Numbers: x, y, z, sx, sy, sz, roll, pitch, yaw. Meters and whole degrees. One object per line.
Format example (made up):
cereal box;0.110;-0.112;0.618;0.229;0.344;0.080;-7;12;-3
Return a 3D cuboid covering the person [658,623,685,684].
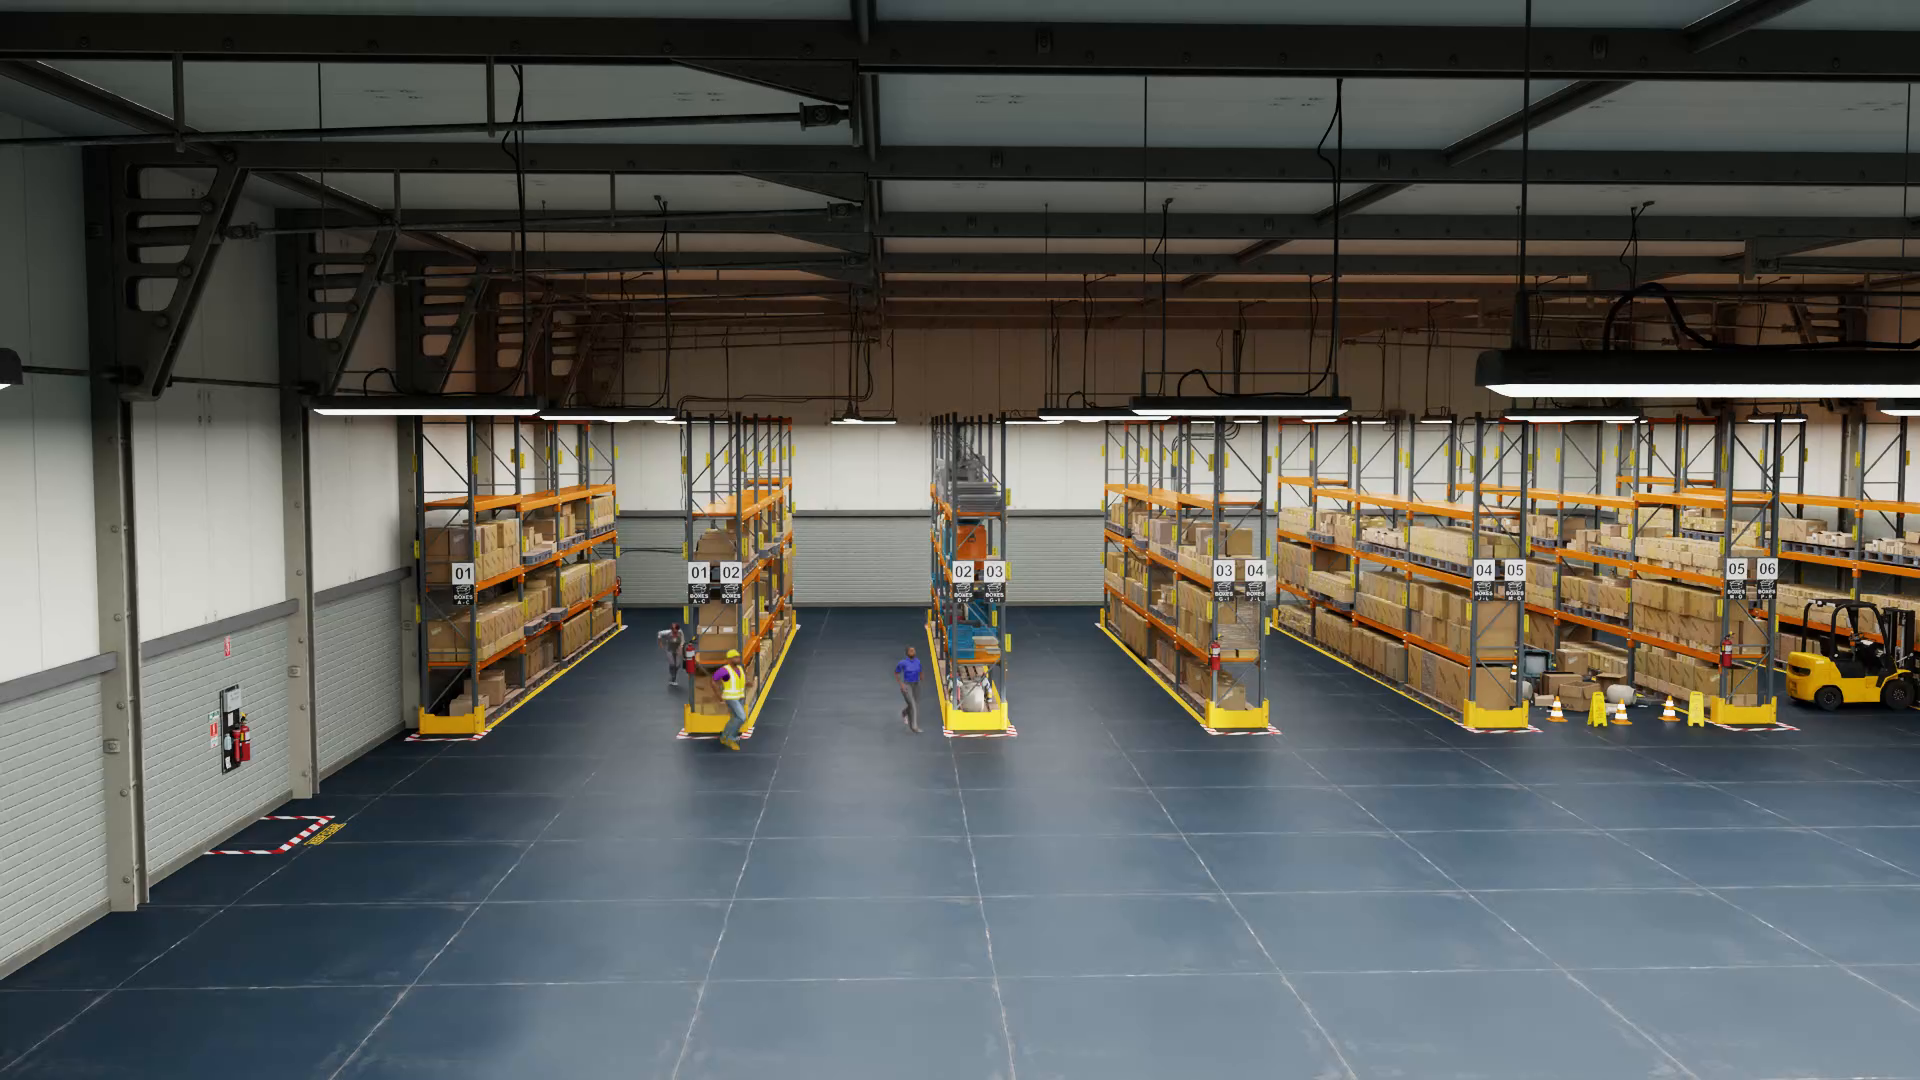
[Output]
person;-6.358;2.511;36.659;0.565;1.430;0.829;-1;4;-18

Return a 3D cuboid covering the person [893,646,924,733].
person;-0.953;2.784;31.236;0.576;1.619;0.726;-3;5;-34

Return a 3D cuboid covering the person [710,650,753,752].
person;-3.992;2.839;29.458;0.728;1.792;0.672;2;4;28

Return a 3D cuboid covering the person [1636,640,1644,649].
person;16.280;2.179;39.361;0.658;1.772;1.084;0;4;-4
